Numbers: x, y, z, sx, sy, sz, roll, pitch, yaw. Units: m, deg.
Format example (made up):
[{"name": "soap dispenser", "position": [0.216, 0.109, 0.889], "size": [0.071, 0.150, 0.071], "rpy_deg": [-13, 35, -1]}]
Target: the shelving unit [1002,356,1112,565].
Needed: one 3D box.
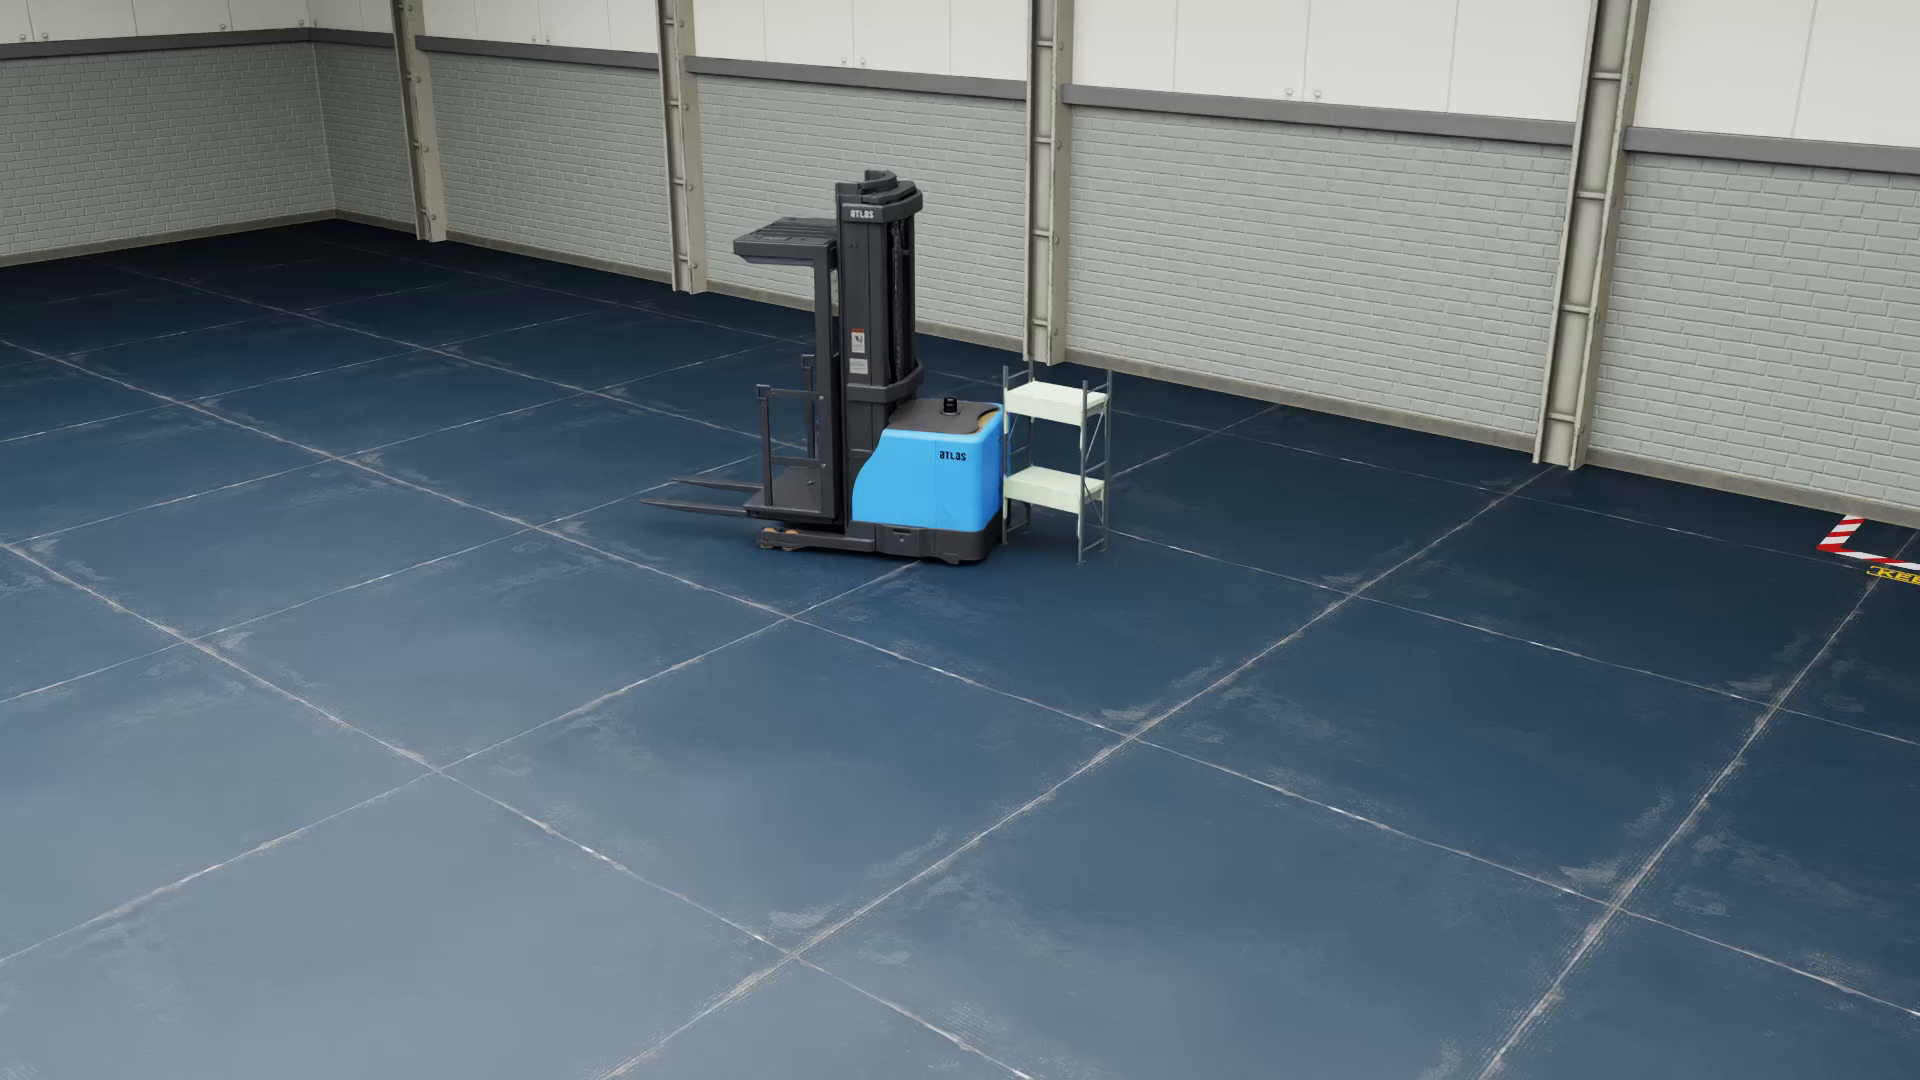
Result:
[{"name": "shelving unit", "position": [0.762, -0.637, 13.232], "size": [0.755, 1.500, 0.431], "rpy_deg": [14, 25, 33]}]

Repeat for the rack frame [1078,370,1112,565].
[{"name": "rack frame", "position": [1.060, -0.562, 13.033], "size": [0.023, 1.500, 0.400], "rpy_deg": [14, 25, 33]}]

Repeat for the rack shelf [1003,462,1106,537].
[{"name": "rack shelf", "position": [0.762, -0.332, 13.347], "size": [0.720, 0.370, 0.431], "rpy_deg": [14, 25, 33]}]

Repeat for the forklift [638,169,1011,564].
[{"name": "forklift", "position": [-1.150, -1.455, 13.372], "size": [3.031, 2.935, 1.130], "rpy_deg": [6, 21, 15]}]

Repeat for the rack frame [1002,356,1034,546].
[{"name": "rack frame", "position": [0.464, -0.712, 13.431], "size": [0.023, 1.500, 0.400], "rpy_deg": [14, 25, 33]}]

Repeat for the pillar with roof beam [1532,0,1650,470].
[{"name": "pillar with roof beam", "position": [2.899, -3.762, 10.890], "size": [0.400, 9.000, 9.100], "rpy_deg": [16, 26, 36]}]

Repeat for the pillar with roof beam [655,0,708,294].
[{"name": "pillar with roof beam", "position": [-6.398, -6.439, 17.989], "size": [0.400, 9.000, 9.100], "rpy_deg": [16, 26, 36]}]

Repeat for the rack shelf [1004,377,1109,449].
[{"name": "rack shelf", "position": [0.762, -1.002, 13.095], "size": [0.720, 0.370, 0.431], "rpy_deg": [14, 25, 33]}]

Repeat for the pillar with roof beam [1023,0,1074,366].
[{"name": "pillar with roof beam", "position": [-1.750, -5.100, 14.440], "size": [0.400, 9.000, 9.100], "rpy_deg": [16, 26, 36]}]

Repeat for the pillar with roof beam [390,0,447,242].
[{"name": "pillar with roof beam", "position": [-11.047, -7.778, 21.539], "size": [0.400, 9.000, 9.100], "rpy_deg": [16, 26, 36]}]
